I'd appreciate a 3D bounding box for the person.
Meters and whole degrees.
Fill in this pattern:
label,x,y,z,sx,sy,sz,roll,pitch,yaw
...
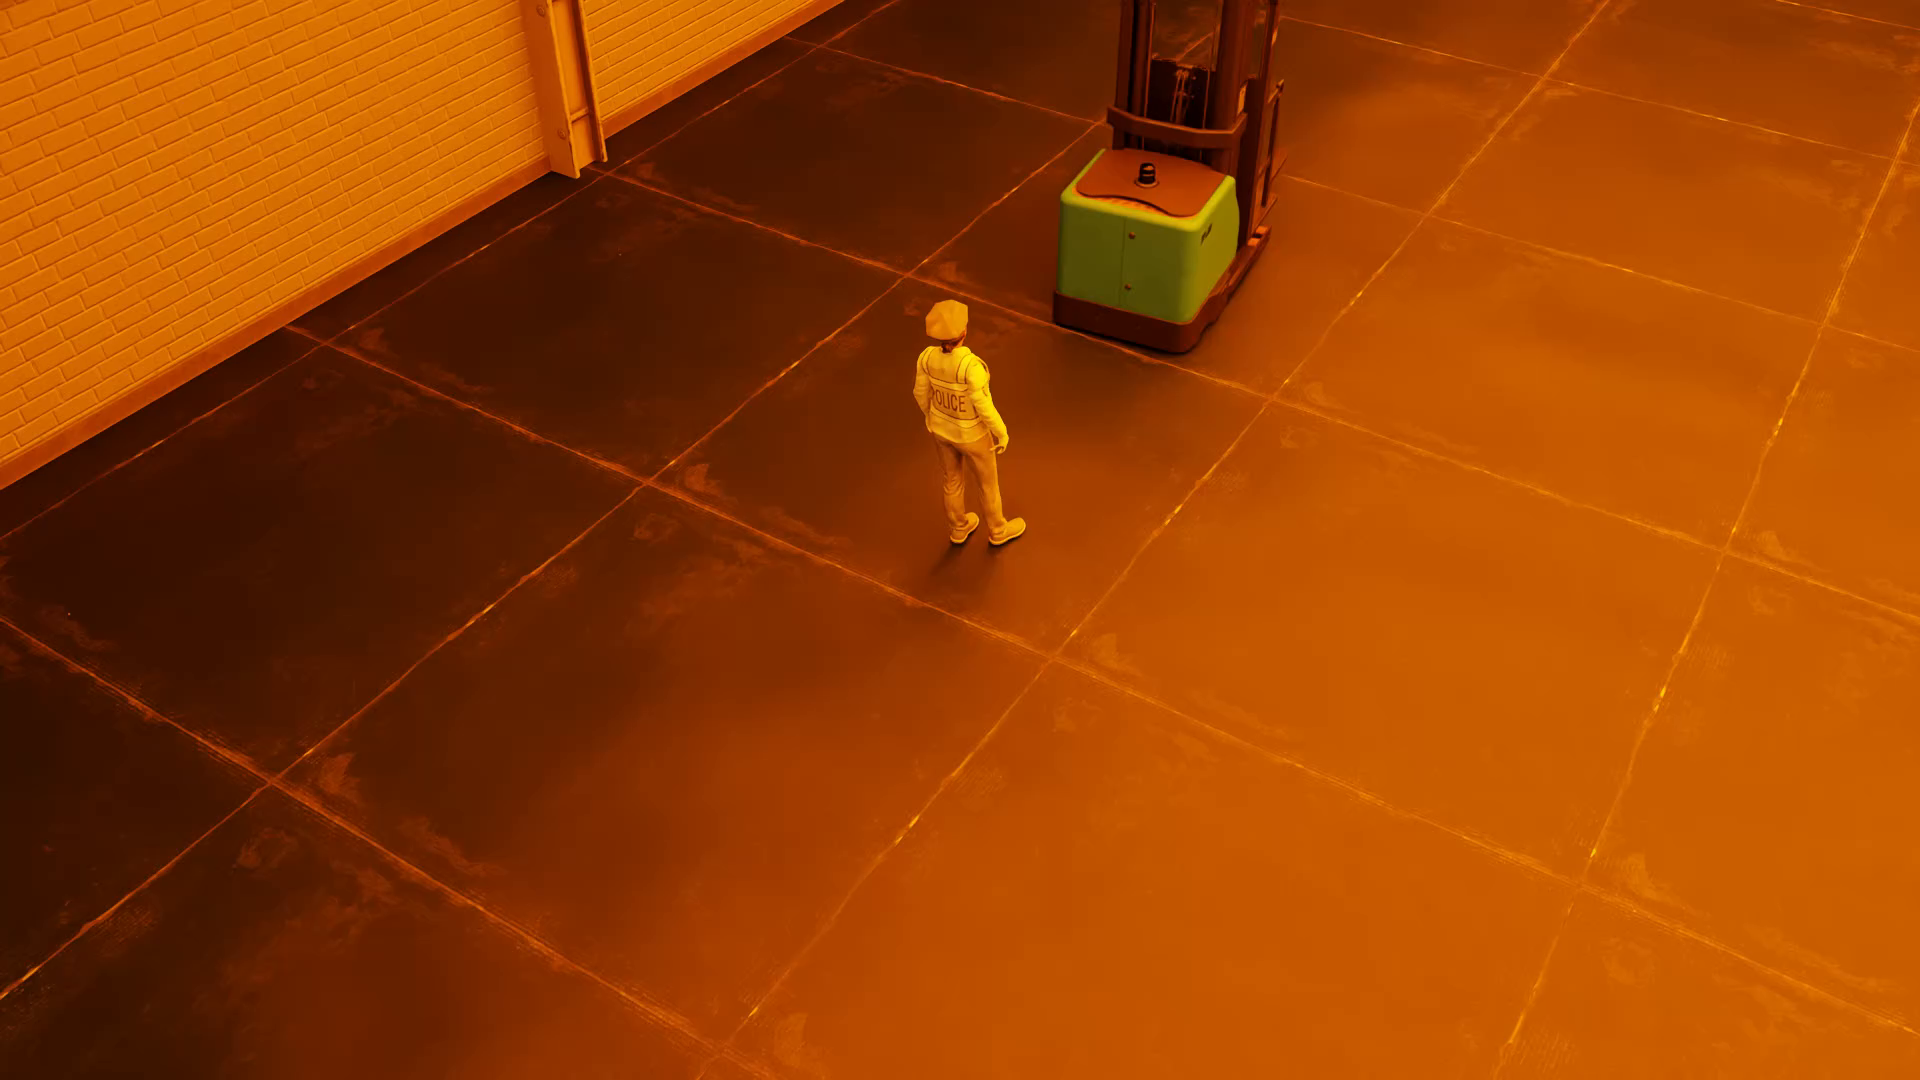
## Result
label,x,y,z,sx,sy,sz,roll,pitch,yaw
person,0.043,-0.687,9.723,0.586,1.694,0.530,22,45,24

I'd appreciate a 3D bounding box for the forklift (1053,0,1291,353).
label,x,y,z,sx,sy,sz,roll,pitch,yaw
forklift,1.763,-3.384,11.960,1.130,2.935,3.031,17,43,19
